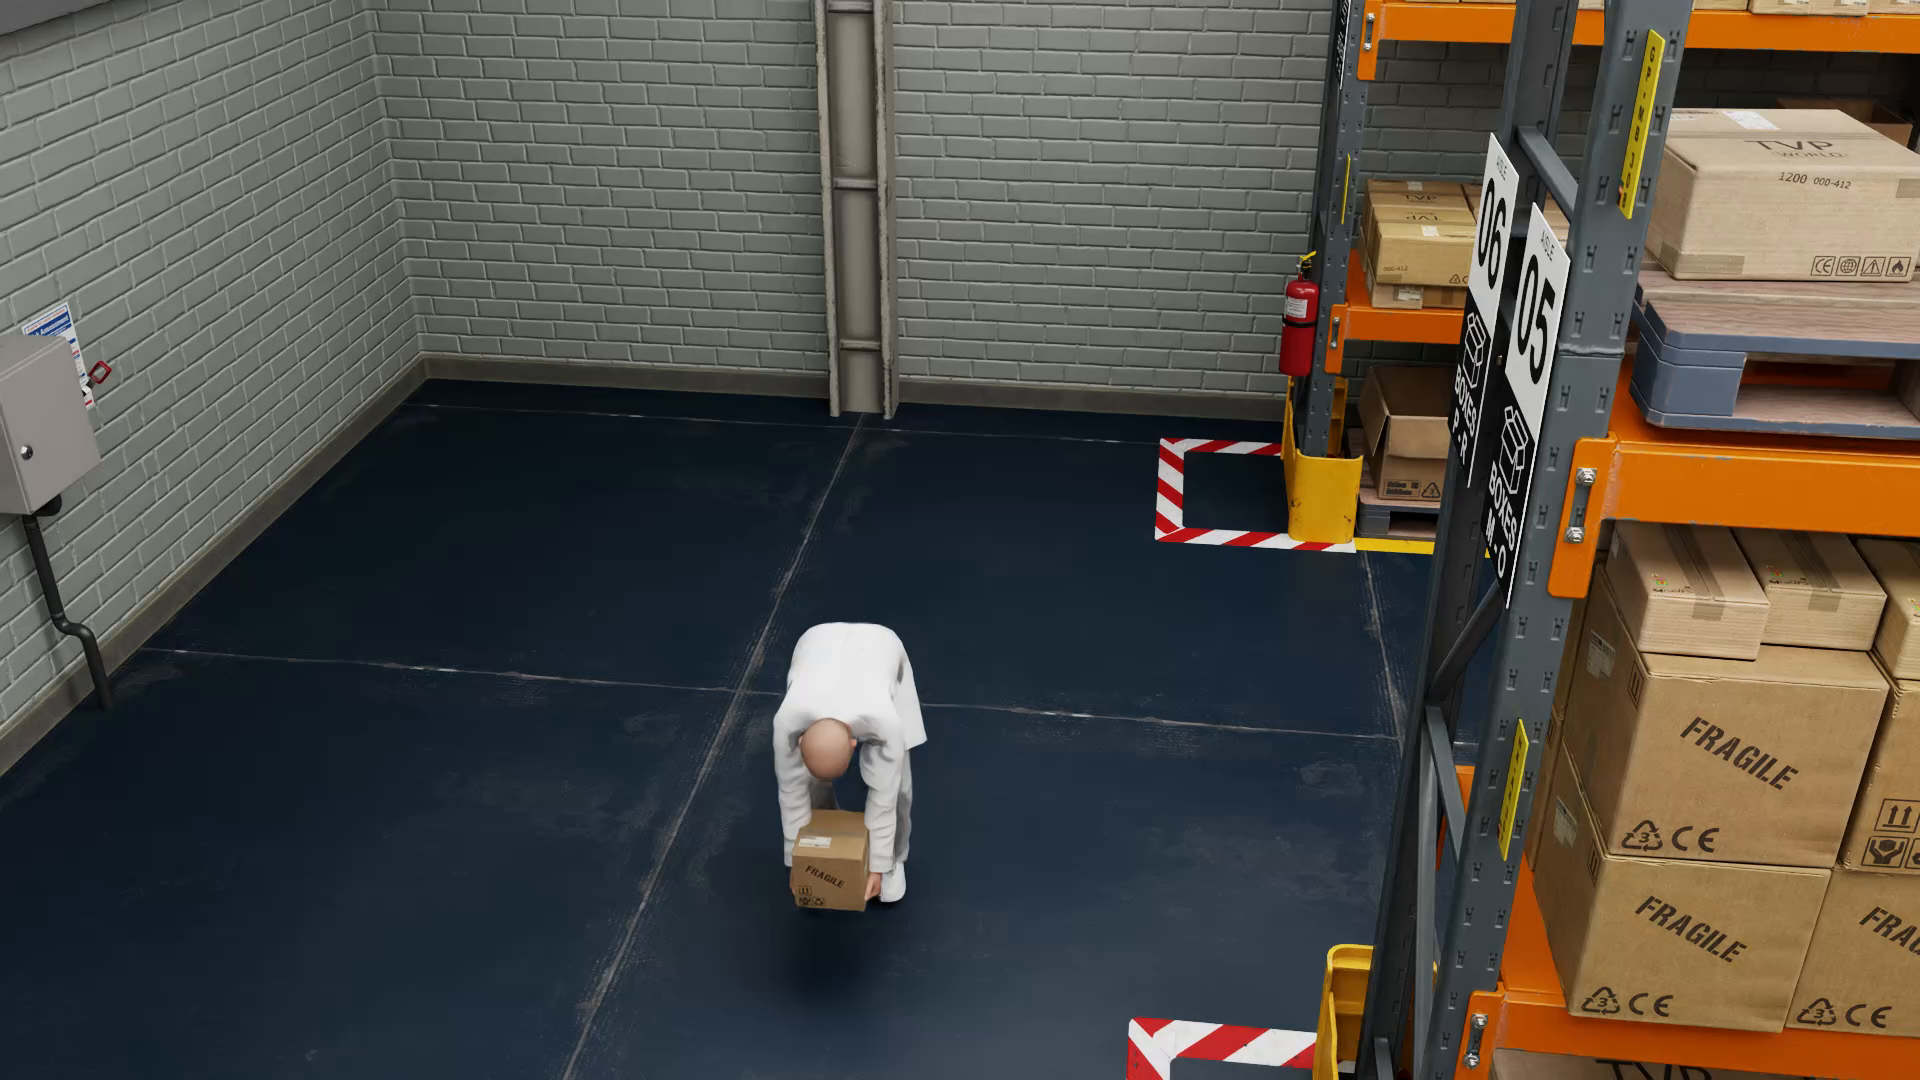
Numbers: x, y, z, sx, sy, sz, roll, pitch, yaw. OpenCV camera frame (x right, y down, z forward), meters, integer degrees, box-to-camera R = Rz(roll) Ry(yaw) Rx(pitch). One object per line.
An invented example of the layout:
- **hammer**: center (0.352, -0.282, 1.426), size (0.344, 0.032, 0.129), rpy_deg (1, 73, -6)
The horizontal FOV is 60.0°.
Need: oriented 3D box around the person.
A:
- **person**: center (-0.425, 0.915, 6.097), size (0.568, 1.140, 0.948), rpy_deg (2, 28, 4)
